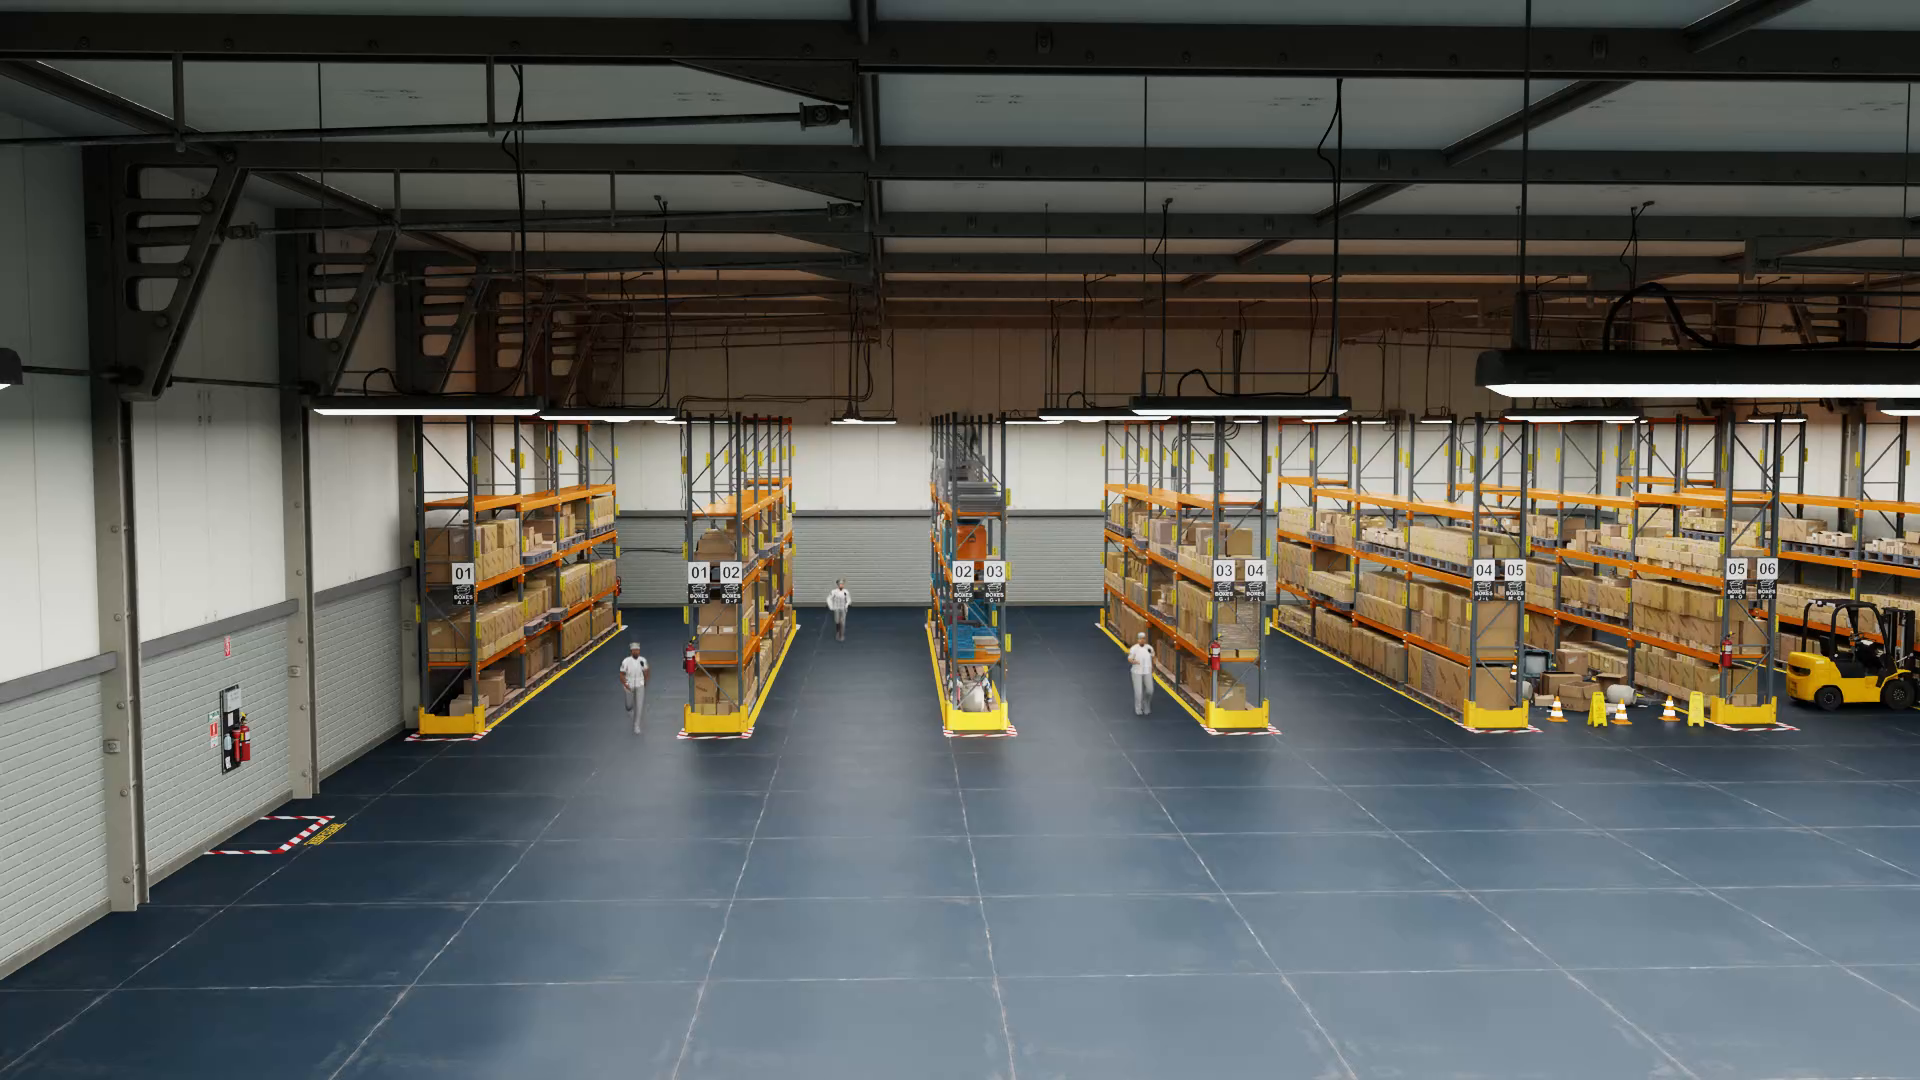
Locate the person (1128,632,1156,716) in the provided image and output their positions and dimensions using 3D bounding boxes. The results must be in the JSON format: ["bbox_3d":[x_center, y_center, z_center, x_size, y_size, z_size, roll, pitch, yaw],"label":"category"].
[{"bbox_3d":[3.624,2.663,32.934,0.587,1.660,0.610,0,4,-3],"label":"person"}]

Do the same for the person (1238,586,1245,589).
[{"bbox_3d":[7.857,1.729,46.241,0.615,1.732,0.796,0,4,-1],"label":"person"}]

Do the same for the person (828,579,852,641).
[{"bbox_3d":[-3.191,1.871,44.338,0.625,1.669,0.599,-1,4,-12],"label":"person"}]

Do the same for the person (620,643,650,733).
[{"bbox_3d":[-6.153,2.773,31.493,0.568,1.683,0.869,-1,4,-12],"label":"person"}]
